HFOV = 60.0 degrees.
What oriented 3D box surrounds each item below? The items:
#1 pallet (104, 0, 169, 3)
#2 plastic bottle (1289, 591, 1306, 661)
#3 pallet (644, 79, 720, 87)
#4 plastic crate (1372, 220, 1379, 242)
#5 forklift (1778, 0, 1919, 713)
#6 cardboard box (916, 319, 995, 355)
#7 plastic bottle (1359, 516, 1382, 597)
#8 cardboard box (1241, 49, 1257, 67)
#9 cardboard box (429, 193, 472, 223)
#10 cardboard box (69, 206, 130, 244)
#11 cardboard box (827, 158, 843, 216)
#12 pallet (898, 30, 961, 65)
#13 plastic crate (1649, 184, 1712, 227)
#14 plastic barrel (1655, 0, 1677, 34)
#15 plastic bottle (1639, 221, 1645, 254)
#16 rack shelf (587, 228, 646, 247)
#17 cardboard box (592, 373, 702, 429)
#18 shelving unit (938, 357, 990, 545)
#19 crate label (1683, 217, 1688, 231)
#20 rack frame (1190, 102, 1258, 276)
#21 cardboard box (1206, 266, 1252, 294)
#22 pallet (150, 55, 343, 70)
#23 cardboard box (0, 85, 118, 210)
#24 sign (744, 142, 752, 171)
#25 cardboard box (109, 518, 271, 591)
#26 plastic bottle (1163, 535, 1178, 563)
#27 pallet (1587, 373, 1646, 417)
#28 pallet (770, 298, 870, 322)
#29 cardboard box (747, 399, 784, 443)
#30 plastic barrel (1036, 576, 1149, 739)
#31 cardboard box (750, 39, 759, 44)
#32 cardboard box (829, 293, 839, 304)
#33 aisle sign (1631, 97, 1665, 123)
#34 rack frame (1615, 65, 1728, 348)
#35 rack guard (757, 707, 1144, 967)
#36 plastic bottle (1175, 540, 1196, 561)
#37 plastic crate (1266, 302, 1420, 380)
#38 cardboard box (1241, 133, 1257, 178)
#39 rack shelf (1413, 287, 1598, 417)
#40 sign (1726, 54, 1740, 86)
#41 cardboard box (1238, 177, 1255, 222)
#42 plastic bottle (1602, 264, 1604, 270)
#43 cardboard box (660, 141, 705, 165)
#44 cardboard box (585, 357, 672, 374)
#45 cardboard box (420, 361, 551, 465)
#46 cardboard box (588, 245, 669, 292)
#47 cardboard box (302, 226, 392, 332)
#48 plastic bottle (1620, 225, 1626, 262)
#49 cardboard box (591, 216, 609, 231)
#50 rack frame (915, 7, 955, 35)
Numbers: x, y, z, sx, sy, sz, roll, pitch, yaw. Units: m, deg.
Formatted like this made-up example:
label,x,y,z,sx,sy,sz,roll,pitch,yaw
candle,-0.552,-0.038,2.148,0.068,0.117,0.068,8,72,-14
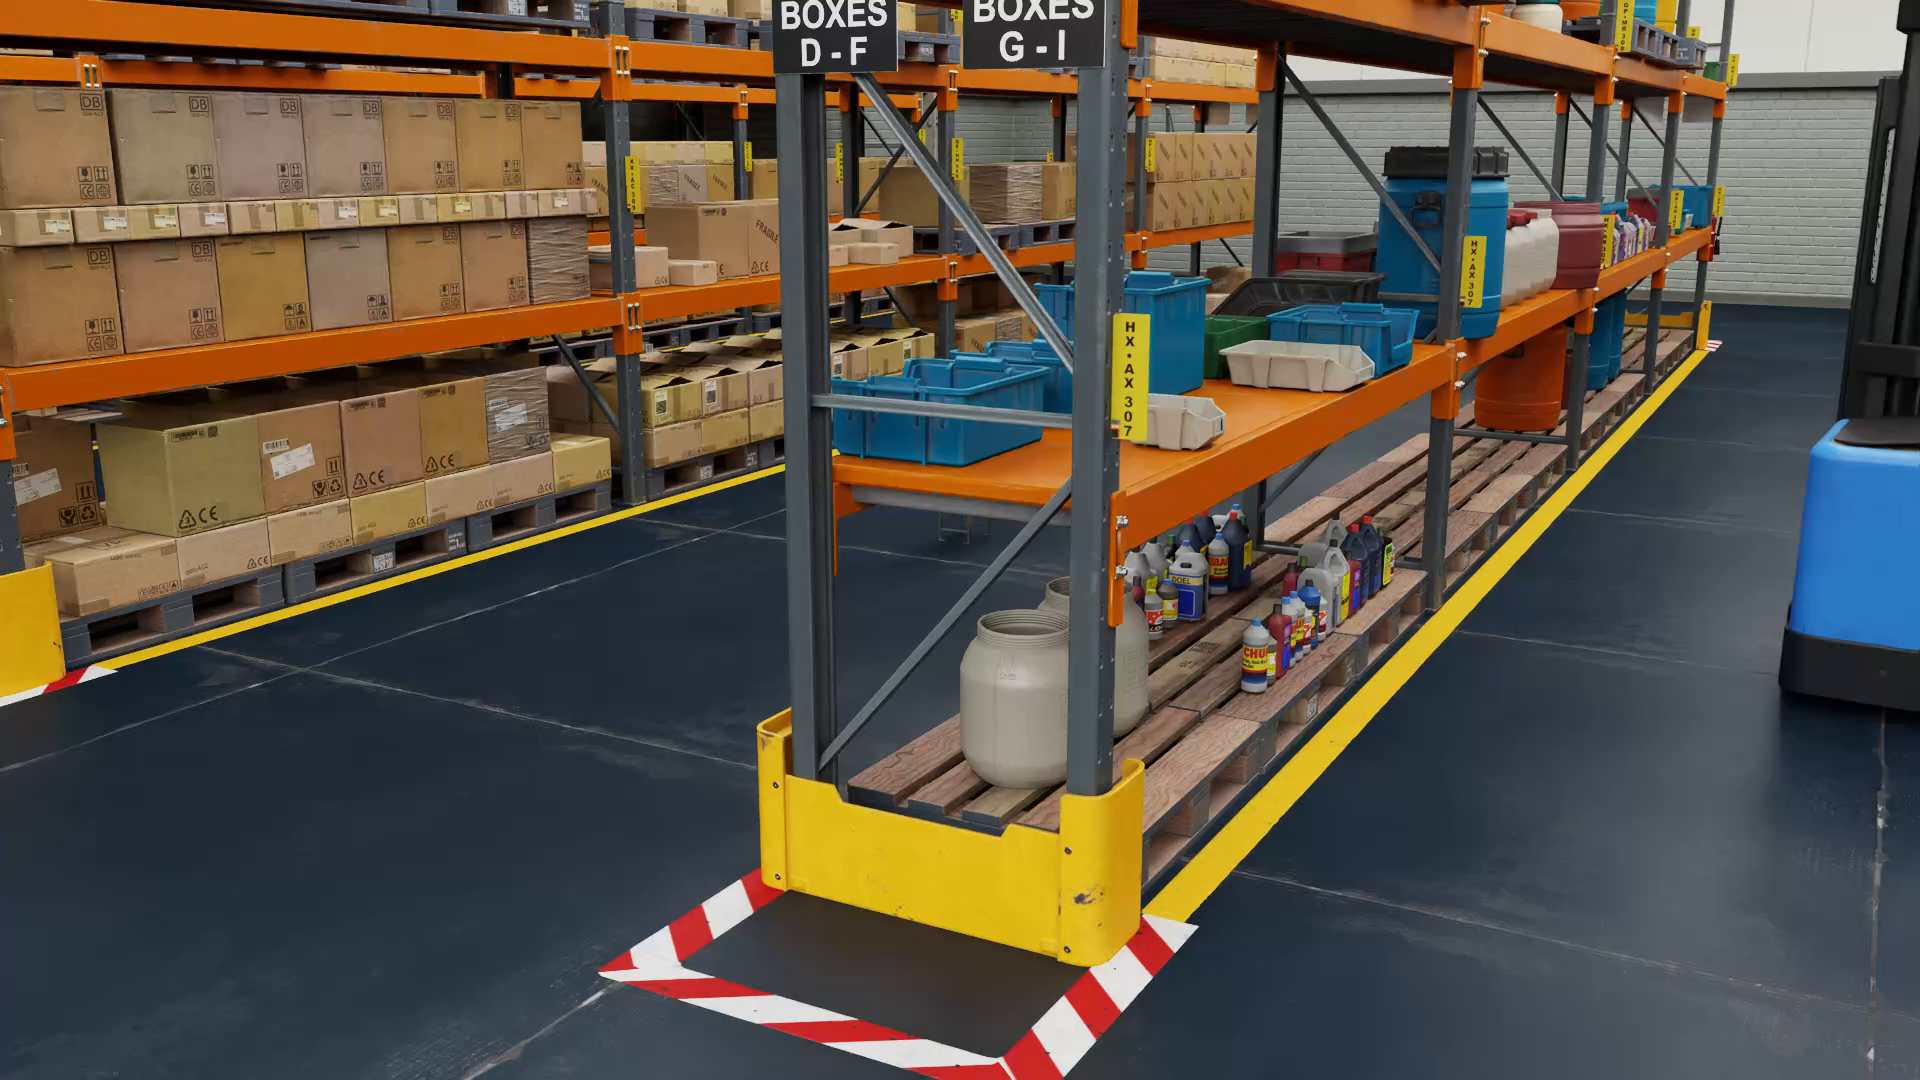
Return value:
label,x,y,z,sx,sy,sz,roll,pitch,yaw
pallet,-4.011,-2.467,7.156,1.003,0.211,1.213,7,15,28
plastic bottle,1.322,0.337,6.618,0.097,0.271,0.097,0,14,0
pallet,-3.312,-5.104,18.312,0.805,0.209,1.217,7,15,26
plastic crate,2.777,-1.724,10.146,0.402,0.464,0.583,7,15,28
forklift,4.569,-0.979,7.341,1.130,2.935,3.031,9,16,33
cardboard box,-0.038,-1.611,14.210,0.500,0.500,0.500,8,16,30
plastic bottle,1.834,0.070,7.556,0.144,0.351,0.185,7,15,27
cardboard box,3.093,-5.584,19.149,0.500,0.250,0.500,7,15,28
cardboard box,-2.879,-1.806,9.027,0.380,0.149,0.250,7,15,28
cardboard box,-3.872,-1.384,7.279,0.380,0.149,0.250,7,15,27
cardboard box,-1.935,-4.487,21.106,0.980,0.700,0.700,7,15,25
pallet,-0.758,-3.768,12.767,1.213,0.211,1.003,8,16,31
plastic crate,7.695,-3.587,17.809,0.616,0.435,0.499,7,15,28
plastic barrel,5.497,-4.354,13.494,0.600,0.588,0.600,0,14,0
plastic bottle,5.676,-2.557,14.005,0.152,0.276,0.135,7,15,28
rack shelf,-3.879,-3.172,17.827,1.077,0.370,4.000,7,15,28
cardboard box,-2.024,-0.927,10.754,0.500,0.311,0.500,7,15,28
shelving unit,0.026,-0.521,9.456,0.215,1.050,0.252,7,15,28
crate label,7.192,-3.226,16.949,0.396,0.136,0.243,7,15,28
rack frame,3.359,-4.193,20.524,1.000,3.000,0.127,7,15,28
cardboard box,3.312,-3.052,20.187,0.500,0.500,0.500,7,15,28
pallet,-5.889,-3.986,13.667,1.213,0.211,1.003,7,15,28
cardboard box,-4.113,-1.694,7.180,0.700,0.500,0.500,7,15,28
sign,-2.433,-4.397,19.072,0.100,0.325,0.005,7,15,28
cardboard box,-3.683,0.035,7.960,0.500,0.250,0.500,7,15,28
plastic bottle,0.932,0.124,7.474,0.061,0.283,0.133,8,16,31
pallet,5.351,-1.301,14.479,1.003,0.211,1.213,7,15,28
pallet,-1.888,-2.975,21.424,1.003,0.211,1.213,7,15,28
cardboard box,-1.533,-0.864,11.688,0.500,0.250,0.500,7,15,26
plastic barrel,0.453,0.411,5.842,0.421,0.512,0.421,0,14,0
cardboard box,-2.322,-6.050,19.437,0.500,0.500,0.500,7,15,28
cardboard box,-1.965,-3.271,21.138,0.700,0.500,0.500,8,16,29
aisle sign,7.469,-4.943,18.089,0.394,0.787,0.004,7,15,28
rack frame,7.694,-3.631,18.193,1.000,3.000,0.127,7,15,28
rack guard,-0.045,0.846,4.957,1.175,0.500,0.348,7,15,28
plastic bottle,1.010,0.136,7.454,0.097,0.271,0.097,0,14,0
plastic crate,1.595,-0.839,6.929,0.499,0.251,0.616,7,15,28
cardboard box,3.142,-4.501,19.457,0.500,0.500,0.500,8,16,30
rack shelf,2.860,-1.229,9.767,1.077,0.370,4.000,7,15,28
sign,8.183,-4.979,17.609,0.100,0.325,0.005,7,15,28
cardboard box,3.133,-4.012,19.560,0.500,0.500,0.500,8,15,29
plastic bottle,4.687,-2.088,12.218,0.097,0.201,0.097,0,14,0
cardboard box,-3.170,-4.271,18.360,0.500,0.250,0.500,8,16,29
cardboard box,-2.251,-1.094,11.444,0.500,0.311,0.500,8,16,30
cardboard box,-2.726,-0.741,9.580,0.500,0.500,0.500,7,15,28
cardboard box,-2.242,-1.764,10.769,0.500,0.250,0.500,9,16,32
cardboard box,-3.392,-1.371,8.606,0.700,0.500,0.500,8,16,30
plastic bottle,5.183,-2.330,13.045,0.061,0.283,0.133,7,15,28
cardboard box,-3.887,-3.308,17.347,0.380,0.149,0.250,8,16,29
rack frame,-0.508,-5.468,13.013,1.000,3.000,0.127,7,15,28
